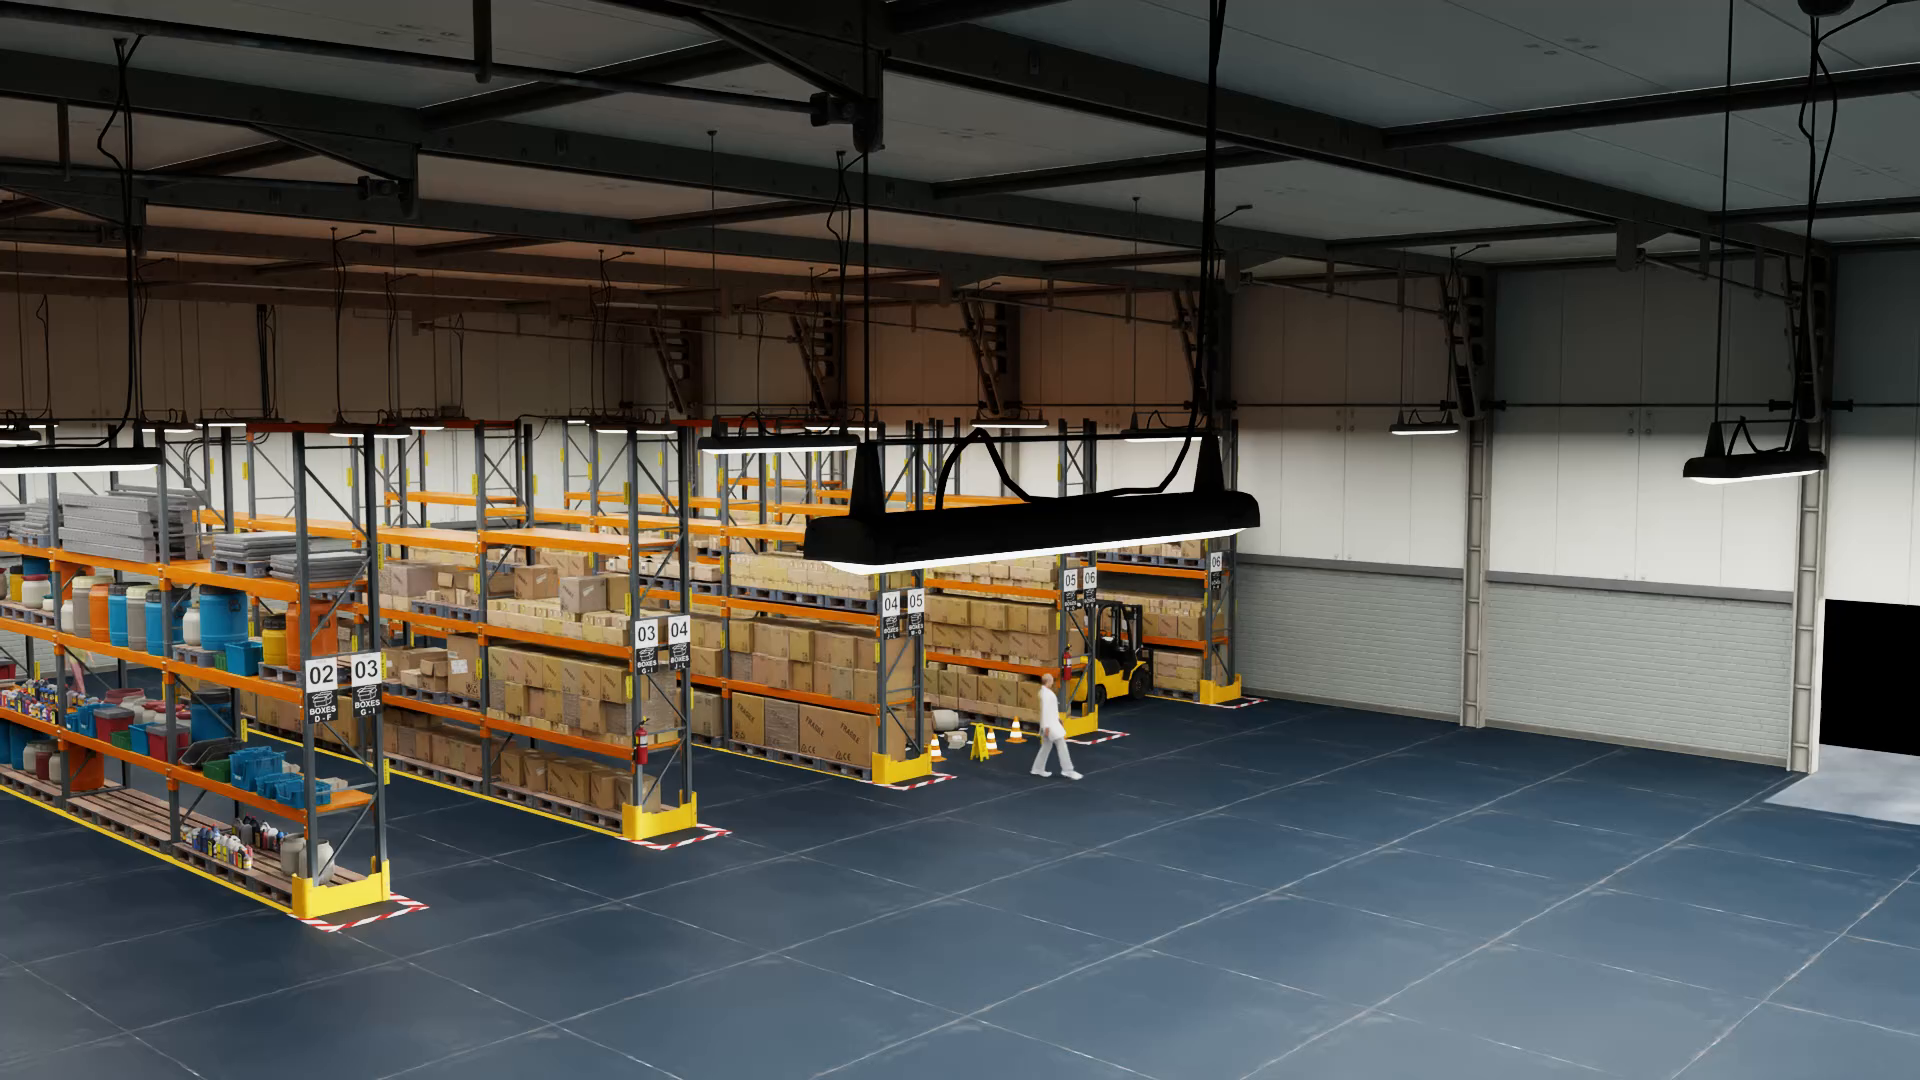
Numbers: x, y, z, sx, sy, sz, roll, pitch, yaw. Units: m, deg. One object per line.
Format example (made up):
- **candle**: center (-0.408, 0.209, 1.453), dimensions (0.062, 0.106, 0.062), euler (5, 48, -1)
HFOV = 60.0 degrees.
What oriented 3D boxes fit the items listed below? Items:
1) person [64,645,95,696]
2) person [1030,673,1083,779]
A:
- **person**: center (-18.832, 2.606, 35.543), dimensions (1.058, 1.609, 0.530), euler (4, 6, 39)
- **person**: center (1.634, 3.160, 28.265), dimensions (0.858, 1.794, 0.604), euler (-1, 5, -7)
